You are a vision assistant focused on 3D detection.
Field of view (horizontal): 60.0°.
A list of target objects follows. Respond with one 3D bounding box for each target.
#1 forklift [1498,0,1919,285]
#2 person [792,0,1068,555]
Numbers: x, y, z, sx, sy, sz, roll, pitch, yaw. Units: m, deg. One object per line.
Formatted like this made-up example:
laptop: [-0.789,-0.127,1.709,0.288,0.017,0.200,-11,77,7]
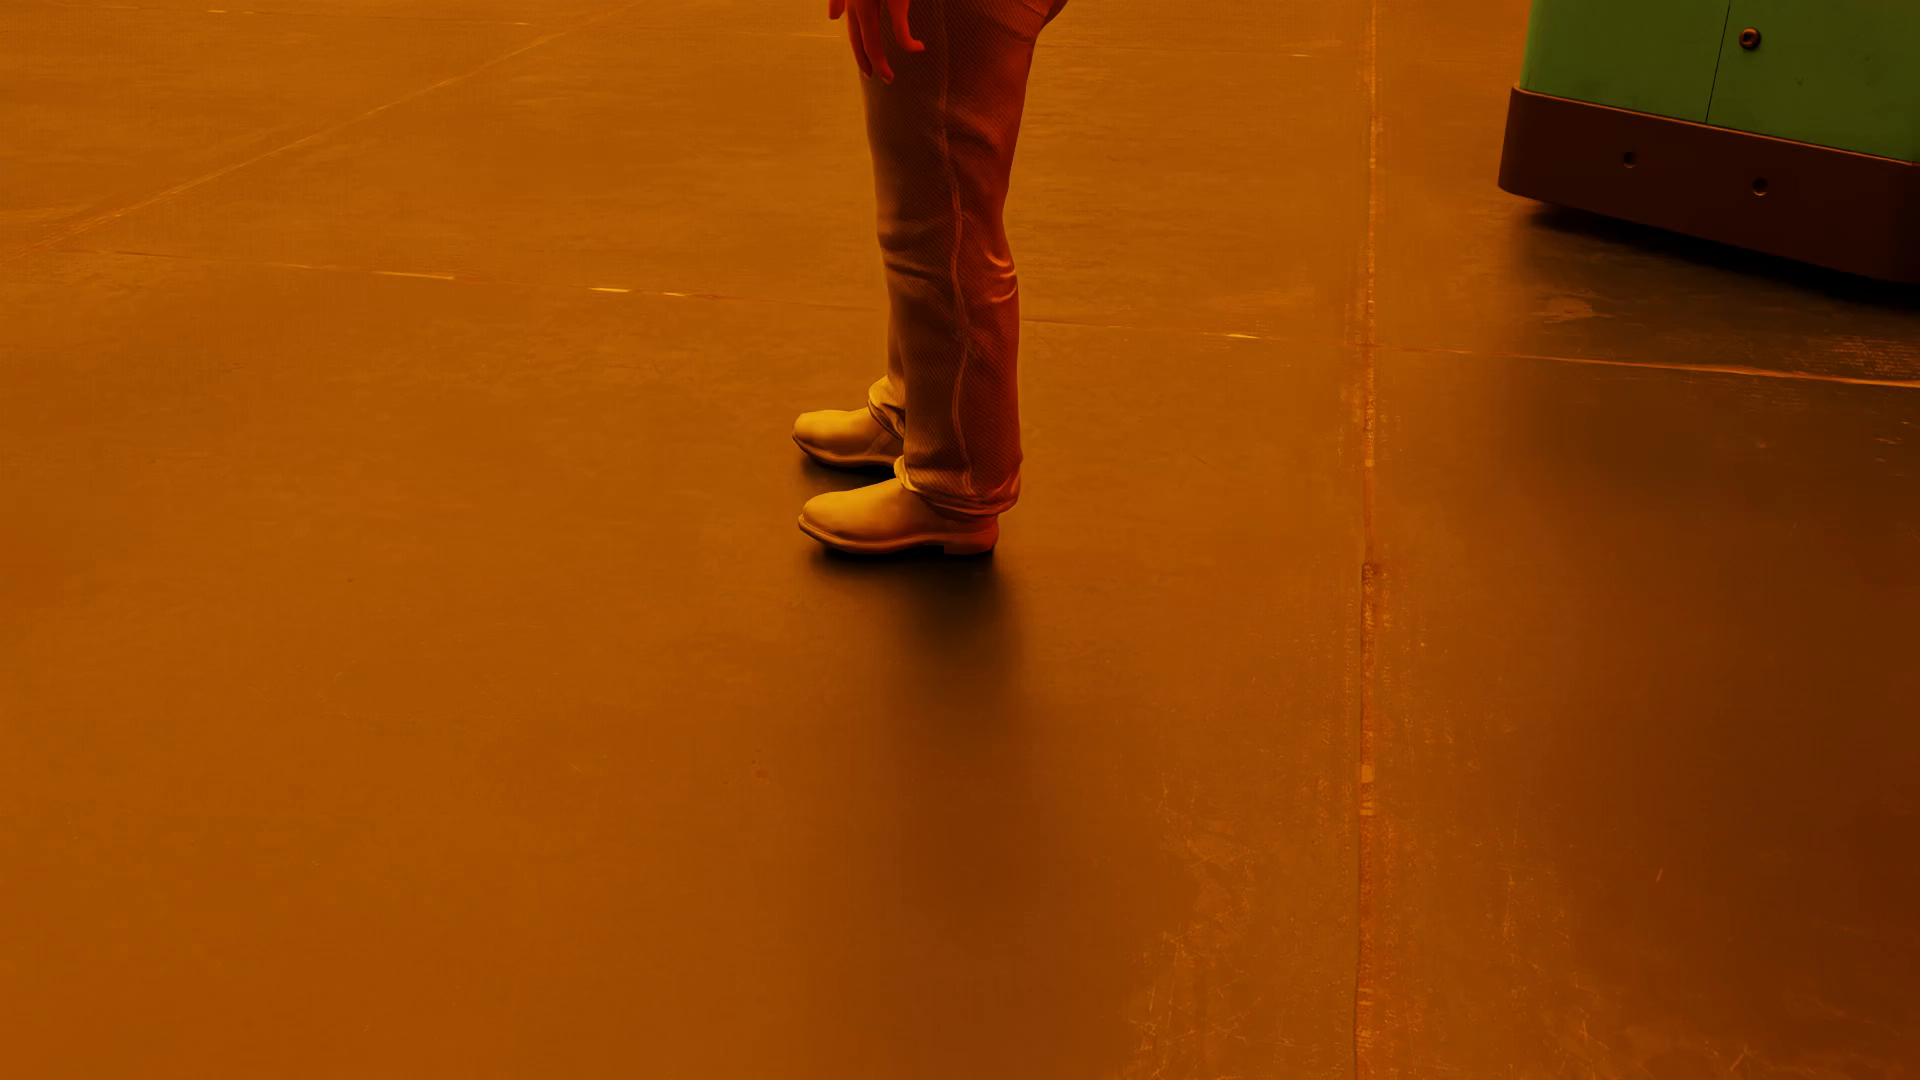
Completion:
forklift: [2.767,-2.355,3.915,3.031,2.935,1.130,-20,33,-35]
person: [-0.058,-0.806,2.118,0.568,1.768,0.632,6,27,11]
